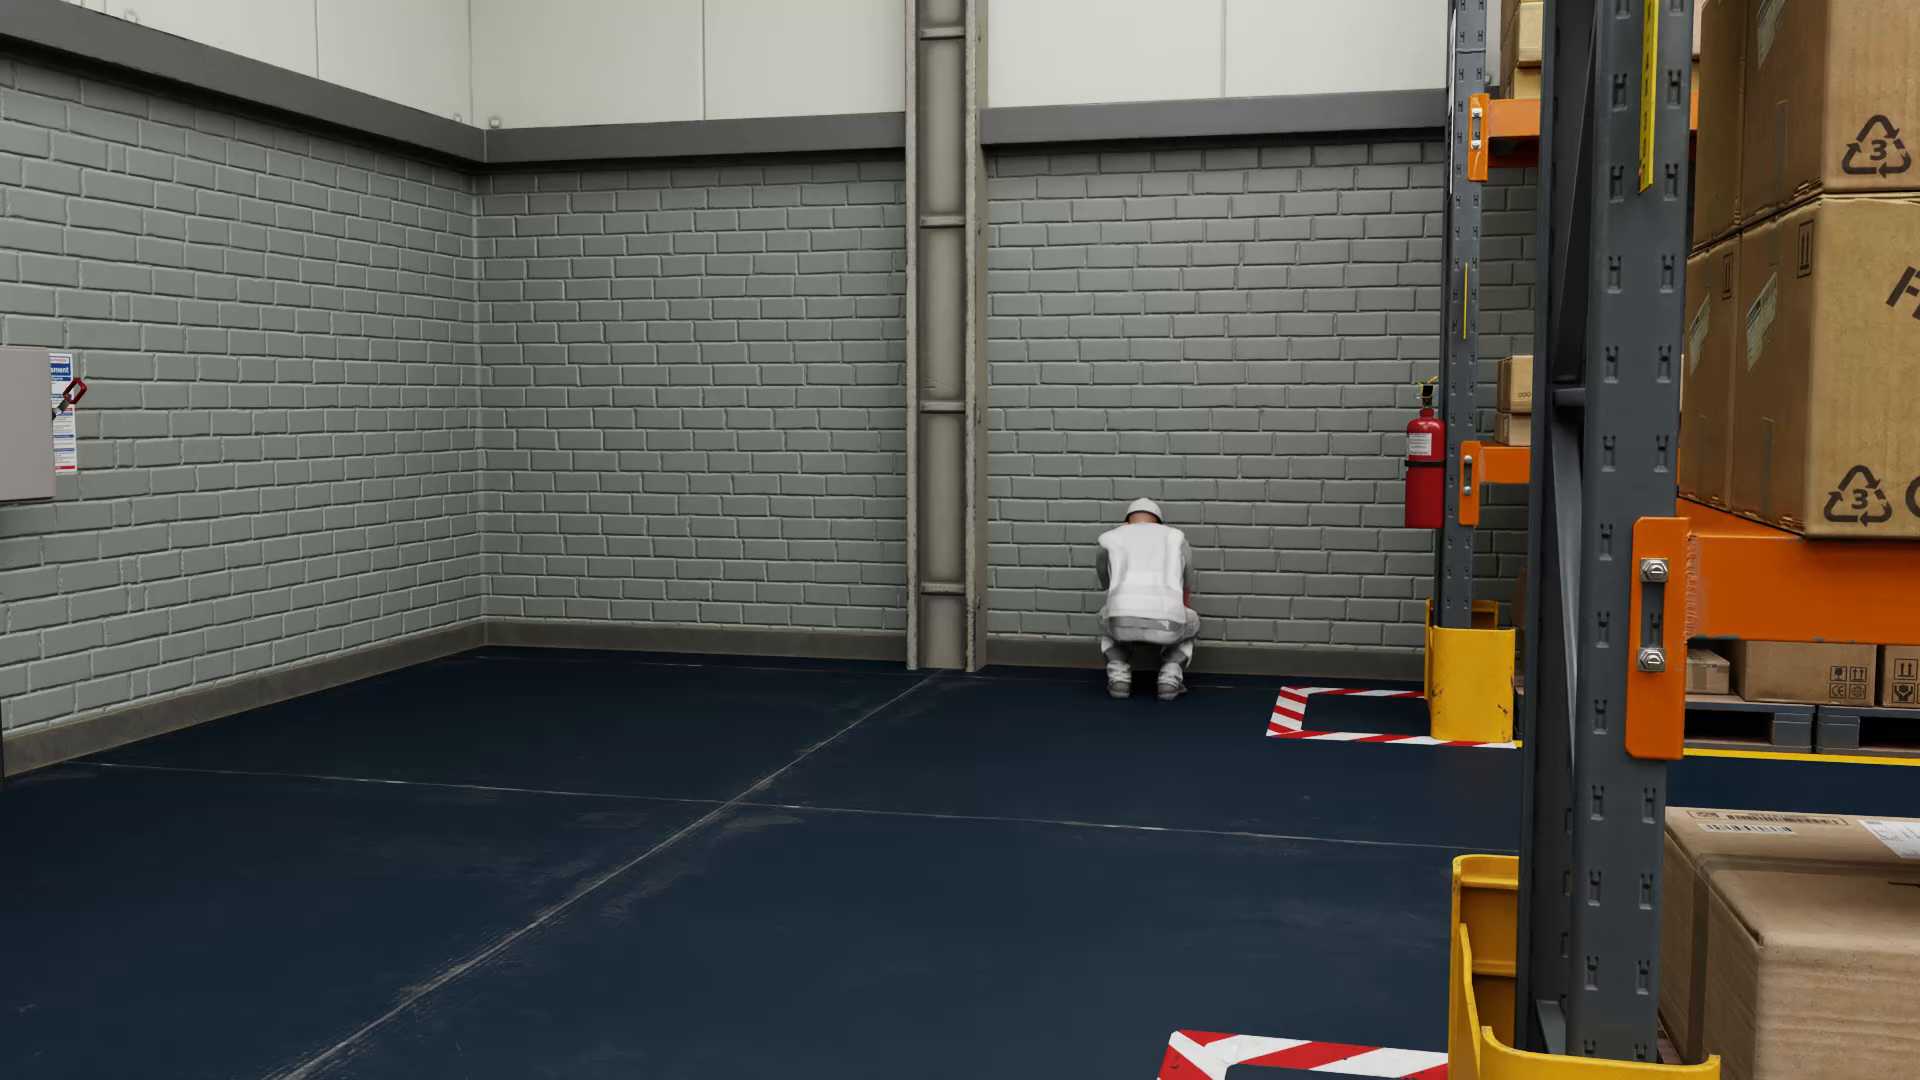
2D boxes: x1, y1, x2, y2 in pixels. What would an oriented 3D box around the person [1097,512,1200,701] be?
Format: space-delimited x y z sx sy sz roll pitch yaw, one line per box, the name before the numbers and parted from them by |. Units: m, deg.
person | 0.977 0.310 8.631 0.533 0.962 0.890 1 5 13
